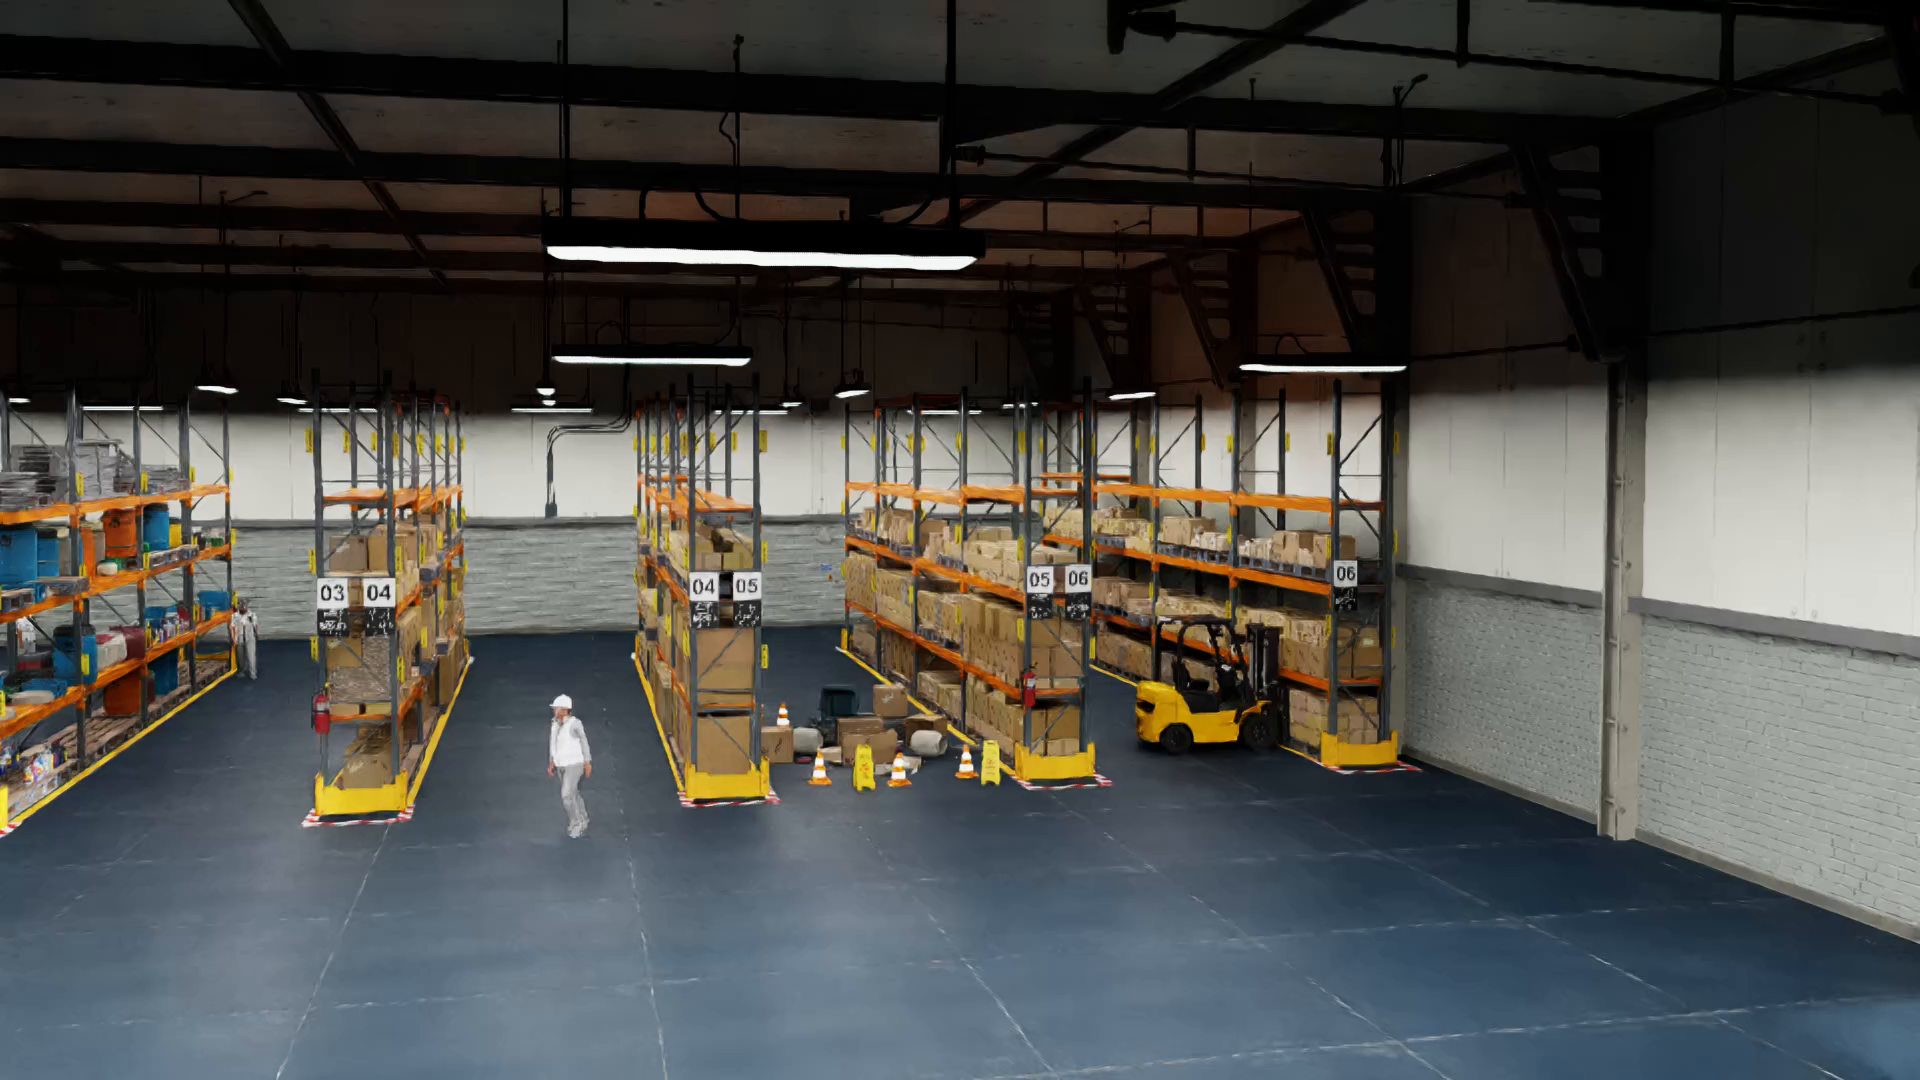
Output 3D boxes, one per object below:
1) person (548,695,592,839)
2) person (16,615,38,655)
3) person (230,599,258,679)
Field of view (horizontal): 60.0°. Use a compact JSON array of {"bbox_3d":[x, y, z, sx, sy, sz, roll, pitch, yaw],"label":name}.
[{"bbox_3d":[-5.026,2.881,21.442,0.576,1.784,0.496,3,4,40],"label":"person"},{"bbox_3d":[-19.790,2.138,35.193,0.495,1.660,0.614,0,3,-7],"label":"person"},{"bbox_3d":[-15.217,2.093,35.329,0.532,1.707,1.036,-1,4,-22],"label":"person"}]
